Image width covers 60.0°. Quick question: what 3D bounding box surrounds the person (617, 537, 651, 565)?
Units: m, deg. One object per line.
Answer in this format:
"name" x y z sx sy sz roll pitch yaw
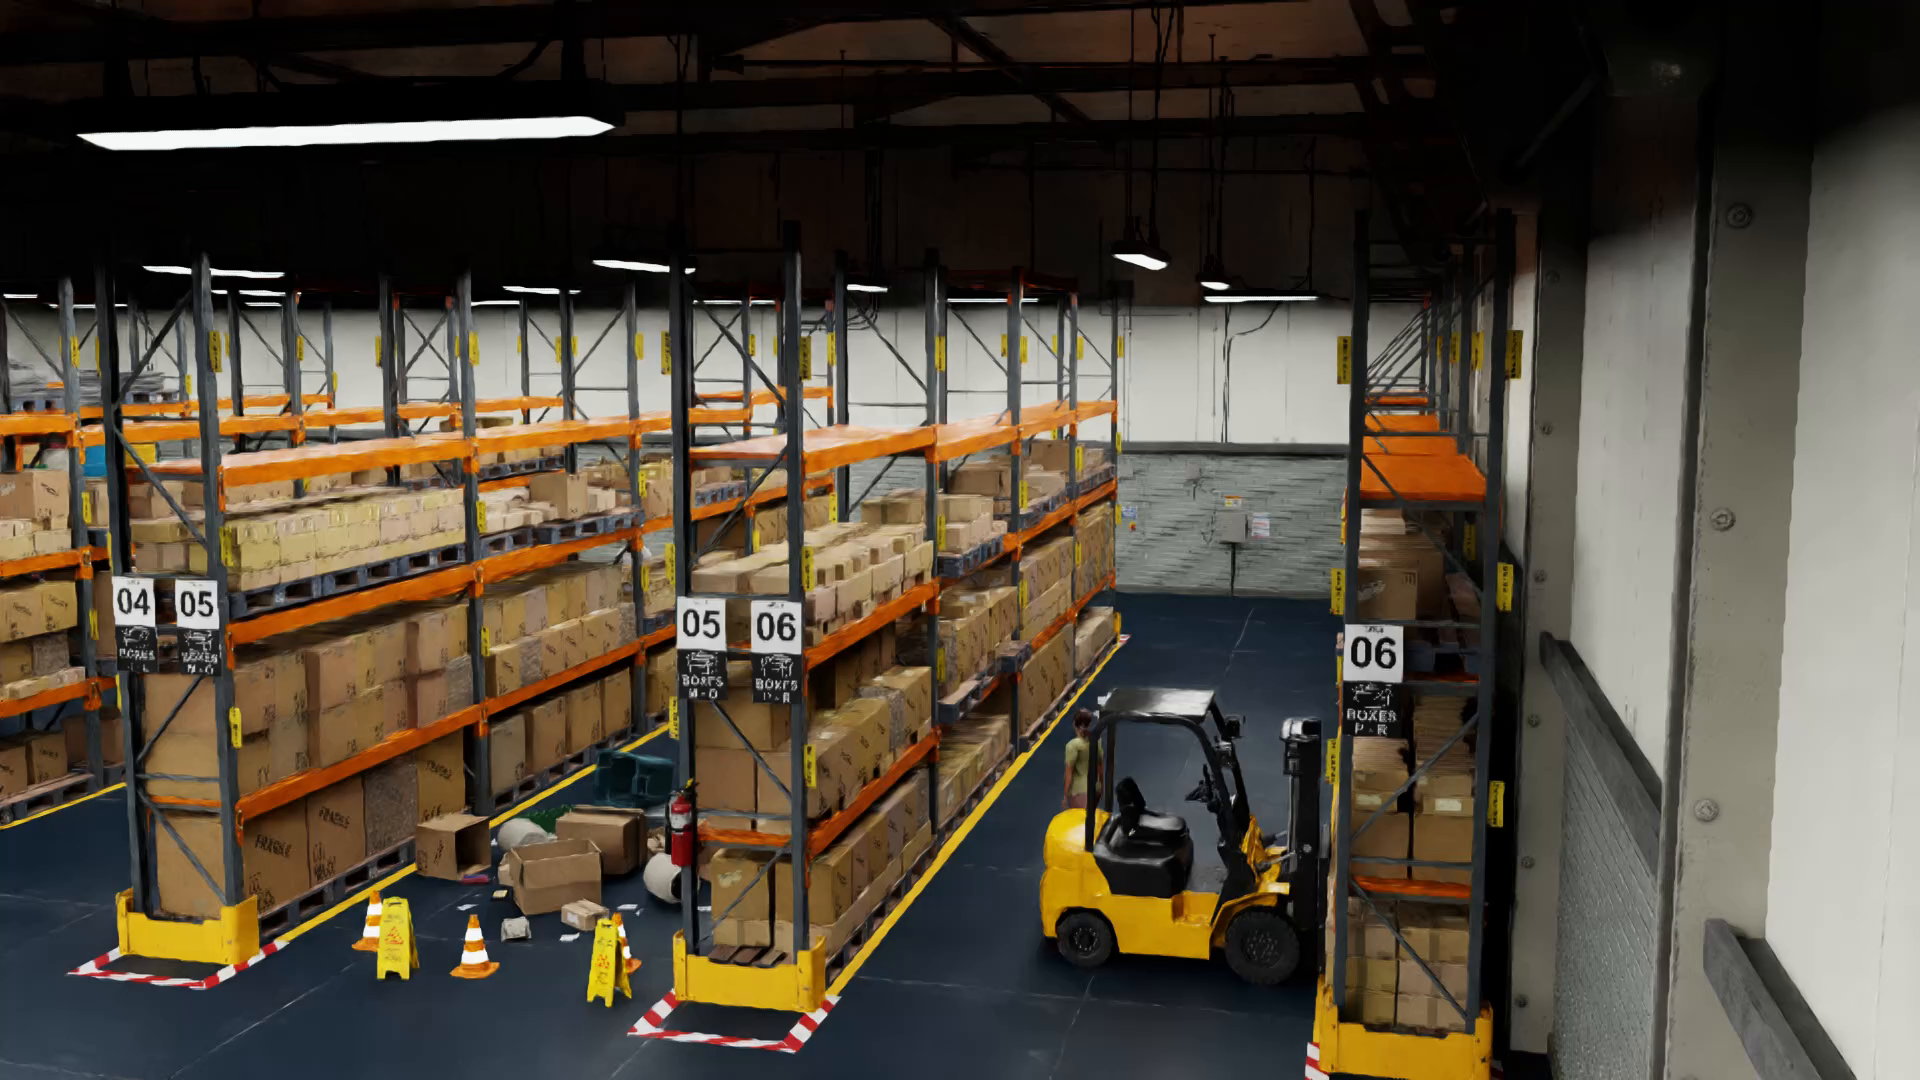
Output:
"person" -5.844 0.689 29.838 0.719 1.714 0.575 1 7 12

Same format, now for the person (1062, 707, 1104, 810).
"person" 1.136 2.403 15.808 0.569 1.665 0.560 7 10 44
